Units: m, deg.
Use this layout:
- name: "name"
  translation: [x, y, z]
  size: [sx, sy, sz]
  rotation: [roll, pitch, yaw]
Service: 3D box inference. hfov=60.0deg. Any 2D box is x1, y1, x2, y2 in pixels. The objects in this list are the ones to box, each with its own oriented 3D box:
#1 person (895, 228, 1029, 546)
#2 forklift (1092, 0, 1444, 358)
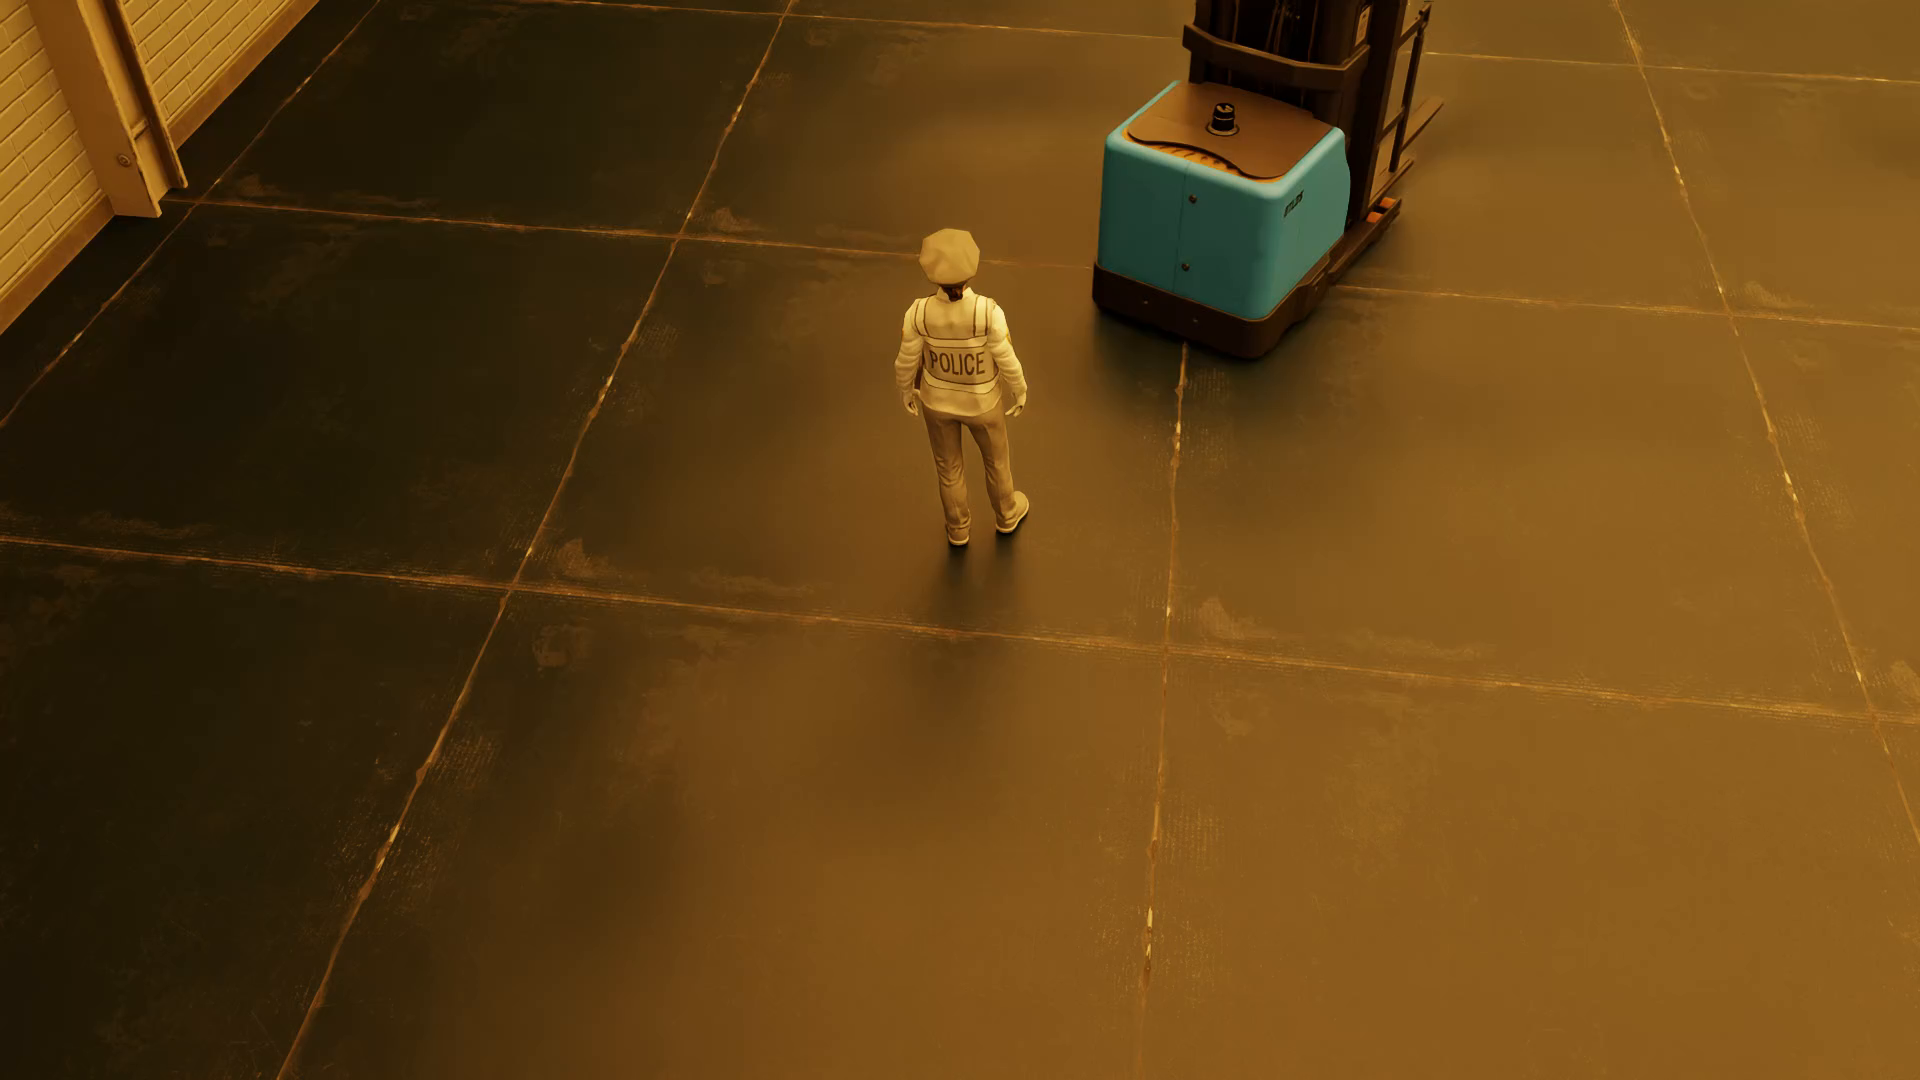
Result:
- name: "person"
  translation: [0.016, -0.675, 7.362]
  size: [0.586, 1.694, 0.530]
  rotation: [5, 43, 6]
- name: "forklift"
  translation: [1.972, -3.011, 9.002]
  size: [1.130, 2.935, 3.031]
  rotation: [24, 48, 24]
